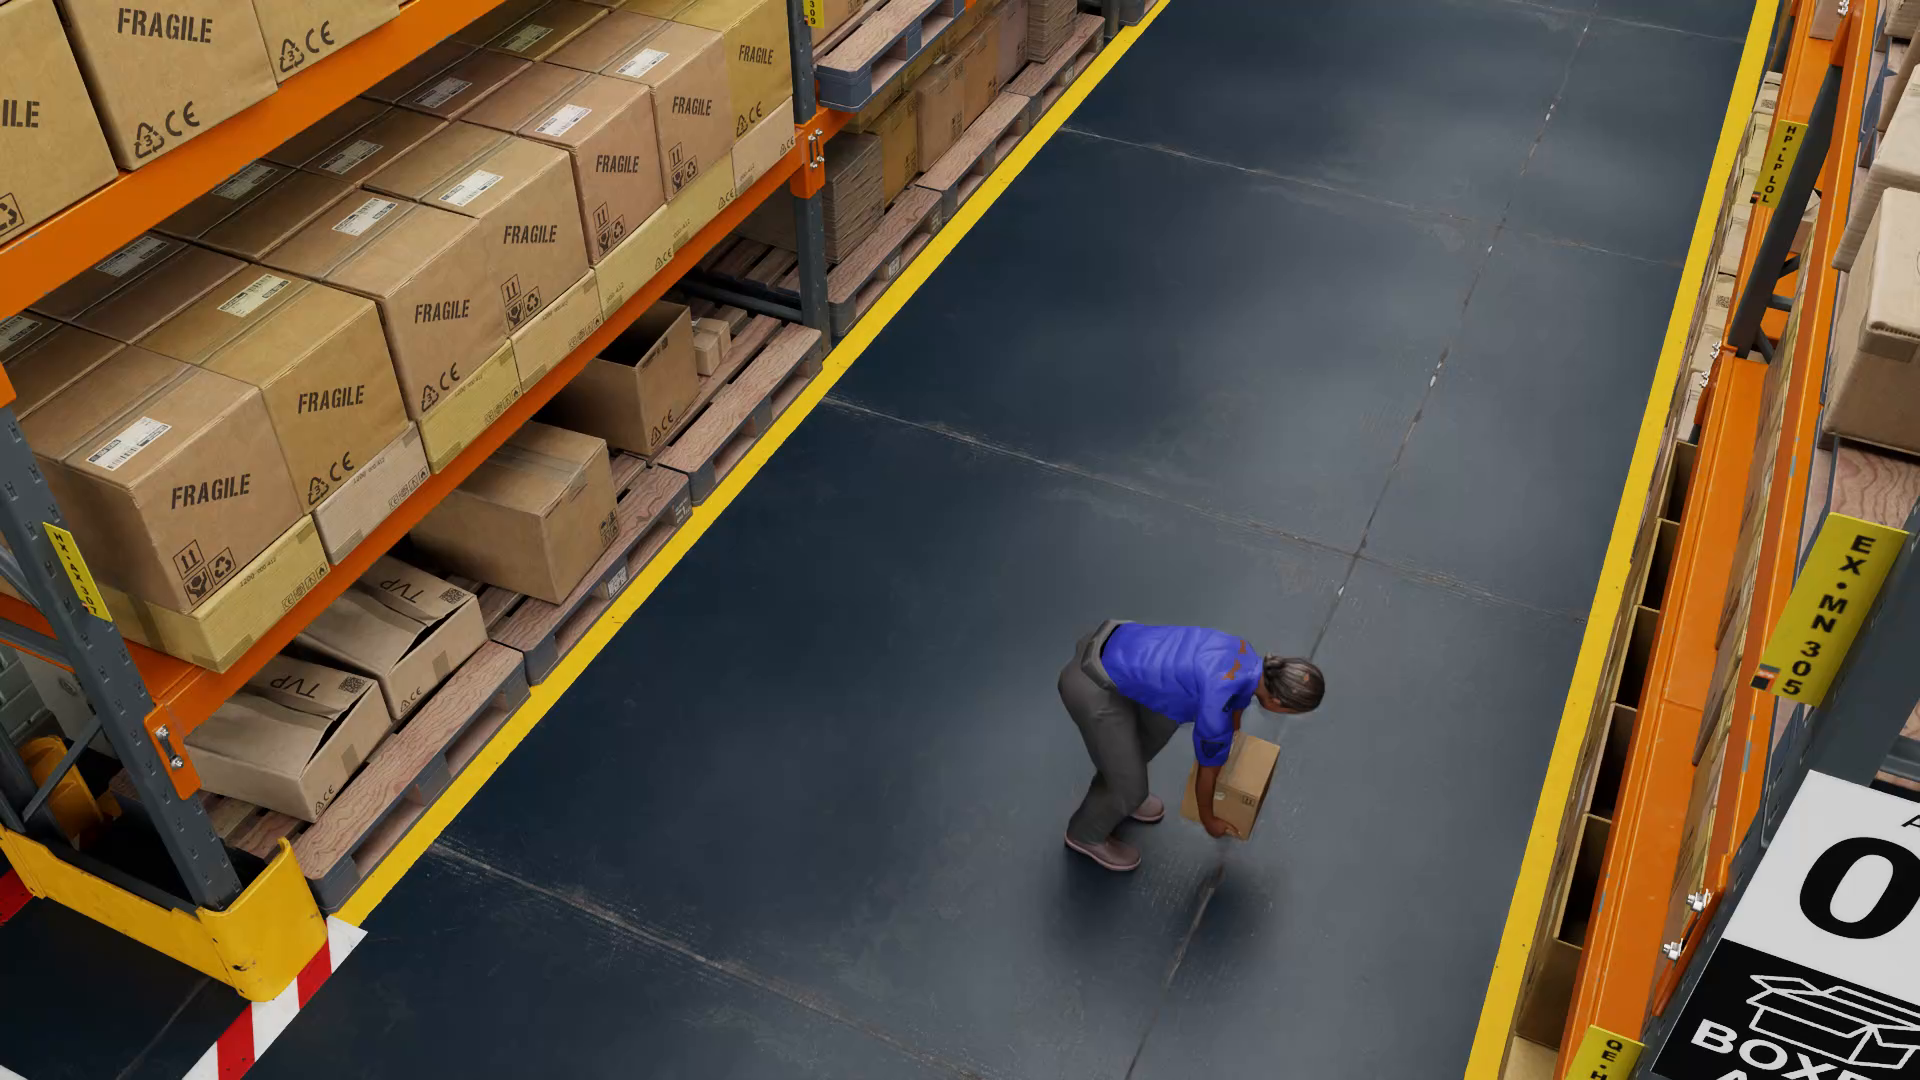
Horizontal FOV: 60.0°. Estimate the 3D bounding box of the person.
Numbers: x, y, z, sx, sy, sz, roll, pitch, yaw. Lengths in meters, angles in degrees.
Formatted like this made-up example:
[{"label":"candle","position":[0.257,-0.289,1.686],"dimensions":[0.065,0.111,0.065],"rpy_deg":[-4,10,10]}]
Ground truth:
[{"label":"person","position":[0.771,0.724,5.779],"dimensions":[0.867,1.110,0.420],"rpy_deg":[16,45,17]}]
